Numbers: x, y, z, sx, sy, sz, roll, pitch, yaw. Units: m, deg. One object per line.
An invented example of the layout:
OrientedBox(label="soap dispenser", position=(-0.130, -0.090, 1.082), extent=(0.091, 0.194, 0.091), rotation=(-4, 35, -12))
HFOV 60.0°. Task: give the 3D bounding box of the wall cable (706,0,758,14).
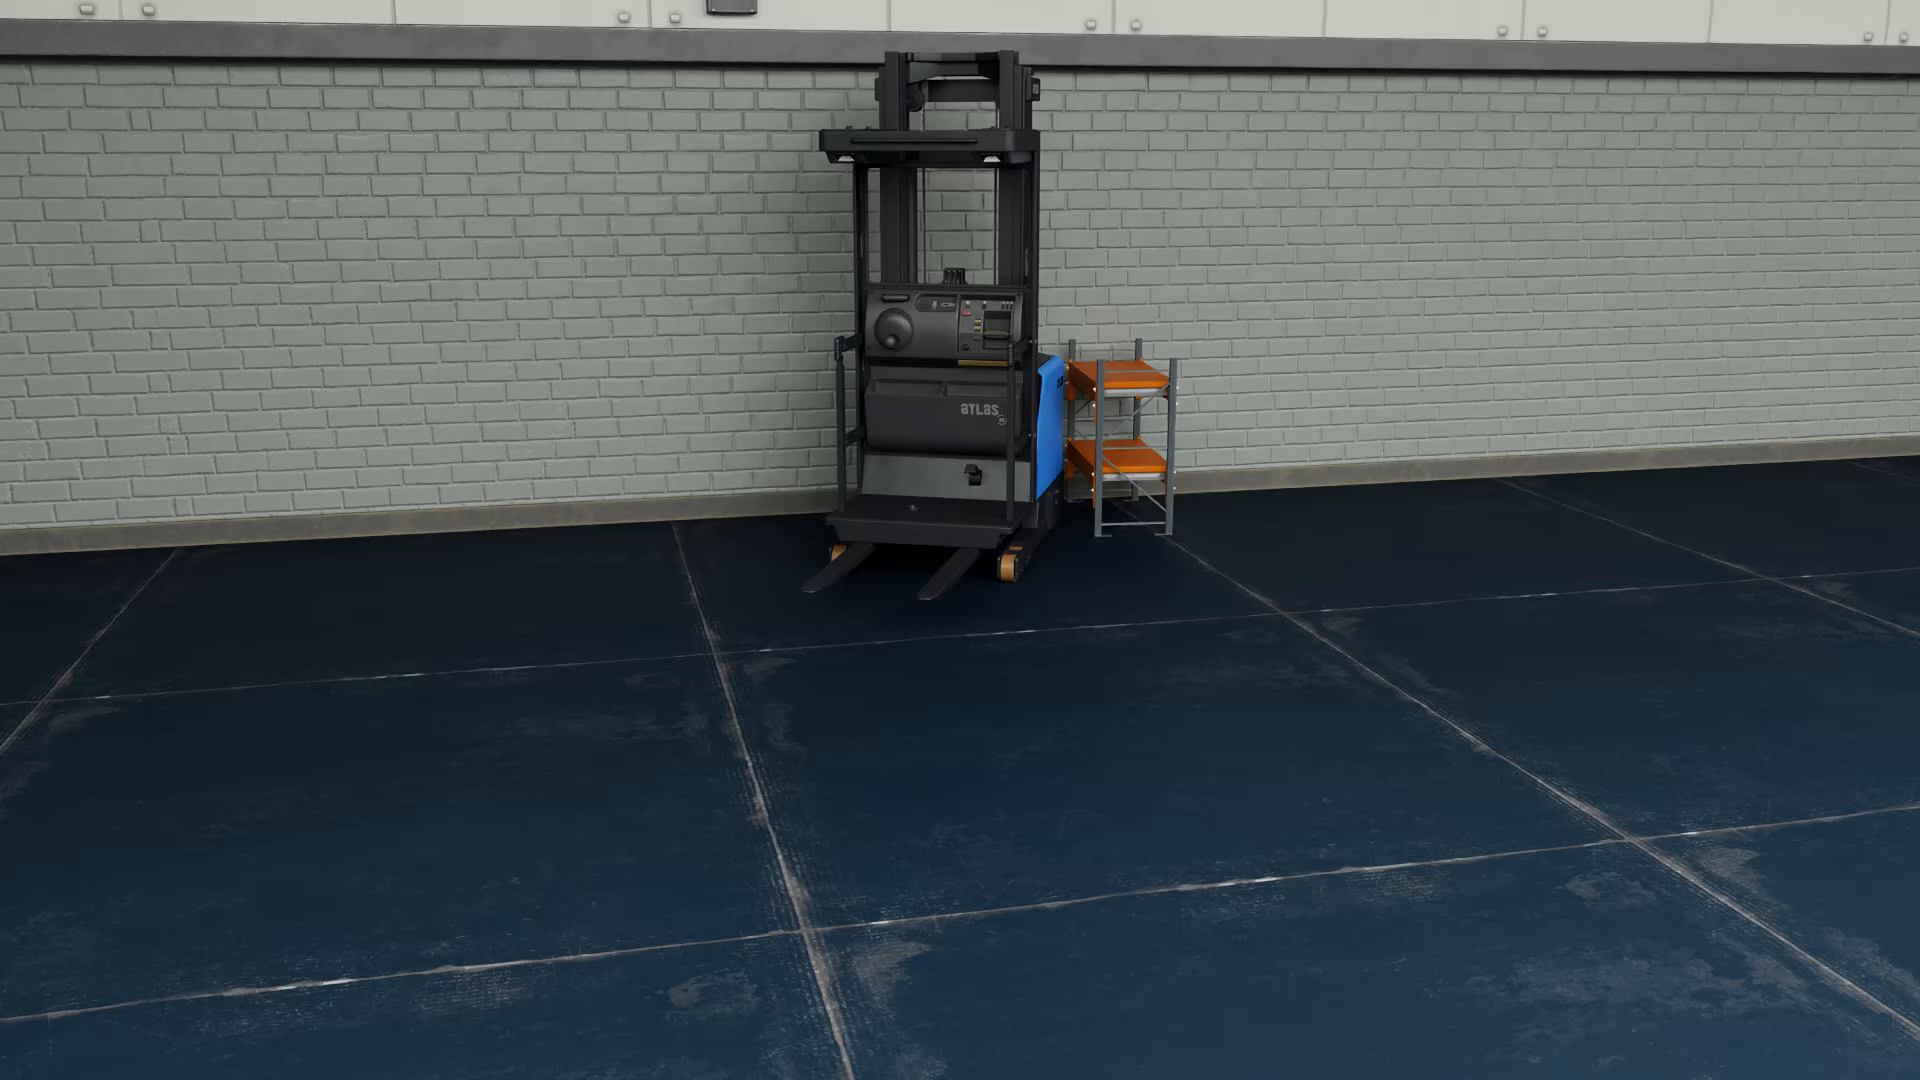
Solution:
OrientedBox(label="wall cable", position=(-0.433, -6.226, 9.783), extent=(2.305, 6.003, 0.169), rotation=(-3, 14, -13))

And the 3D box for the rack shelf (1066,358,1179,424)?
OrientedBox(label="rack shelf", position=(1.042, -0.980, 10.834), extent=(0.538, 0.278, 1.000), rotation=(-1, 14, -6))

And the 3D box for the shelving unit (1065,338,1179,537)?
OrientedBox(label="shelving unit", position=(1.042, -0.695, 10.903), extent=(0.538, 1.125, 1.048), rotation=(-1, 14, -6))

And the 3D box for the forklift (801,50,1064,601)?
OrientedBox(label="forklift", position=(-0.139, -1.280, 9.489), extent=(1.130, 2.935, 3.031), rotation=(3, 14, 13))

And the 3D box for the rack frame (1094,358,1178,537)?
OrientedBox(label="rack frame", position=(1.097, -0.575, 10.412), extent=(0.500, 1.125, 0.032), rotation=(-1, 14, -6))

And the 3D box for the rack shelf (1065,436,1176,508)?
OrientedBox(label="rack shelf", position=(1.042, -0.458, 10.961), extent=(0.538, 0.278, 1.000), rotation=(-1, 14, -6))

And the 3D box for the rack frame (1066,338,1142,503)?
OrientedBox(label="rack frame", position=(0.987, -0.815, 11.394), extent=(0.500, 1.125, 0.032), rotation=(-1, 14, -6))
